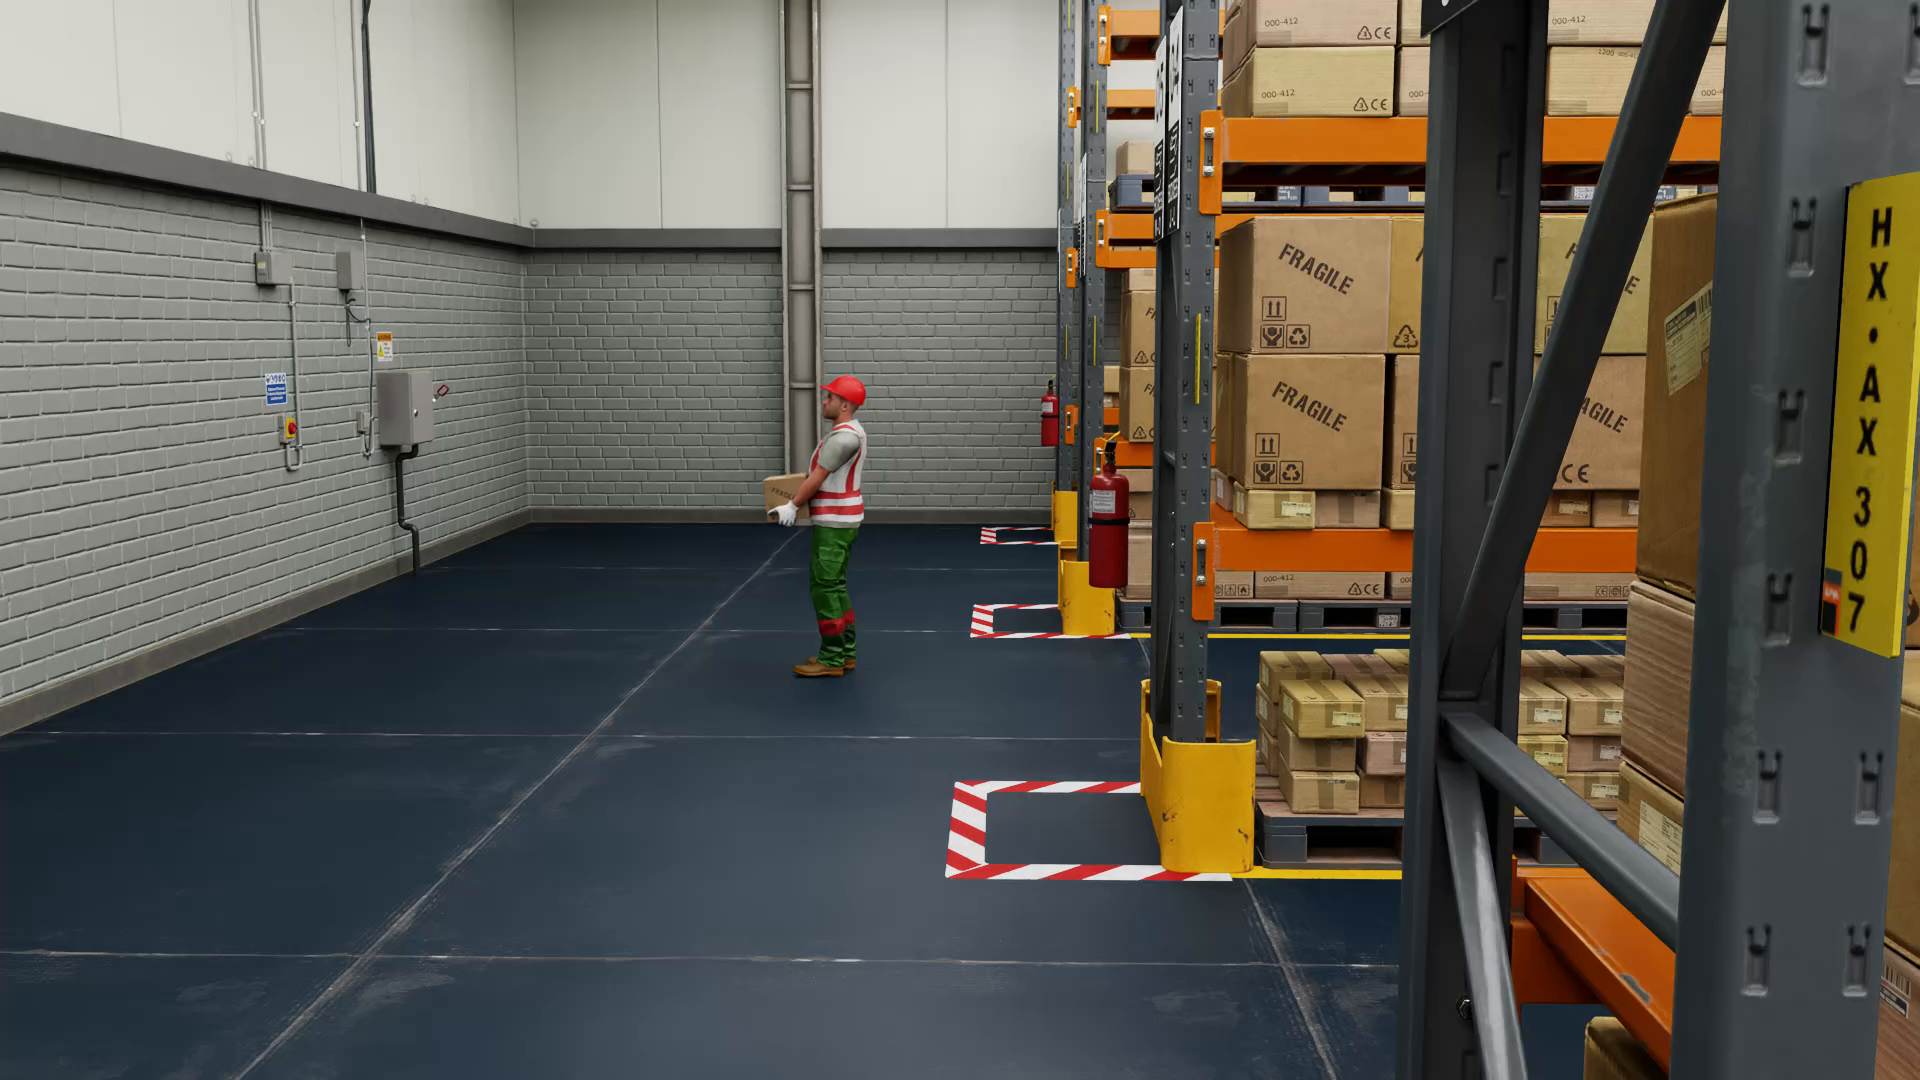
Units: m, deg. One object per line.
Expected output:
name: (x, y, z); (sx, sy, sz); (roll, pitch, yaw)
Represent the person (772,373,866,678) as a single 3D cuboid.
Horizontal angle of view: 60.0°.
person: (-0.828, -0.090, 9.869); (0.538, 1.794, 0.522); (0, 7, 1)
